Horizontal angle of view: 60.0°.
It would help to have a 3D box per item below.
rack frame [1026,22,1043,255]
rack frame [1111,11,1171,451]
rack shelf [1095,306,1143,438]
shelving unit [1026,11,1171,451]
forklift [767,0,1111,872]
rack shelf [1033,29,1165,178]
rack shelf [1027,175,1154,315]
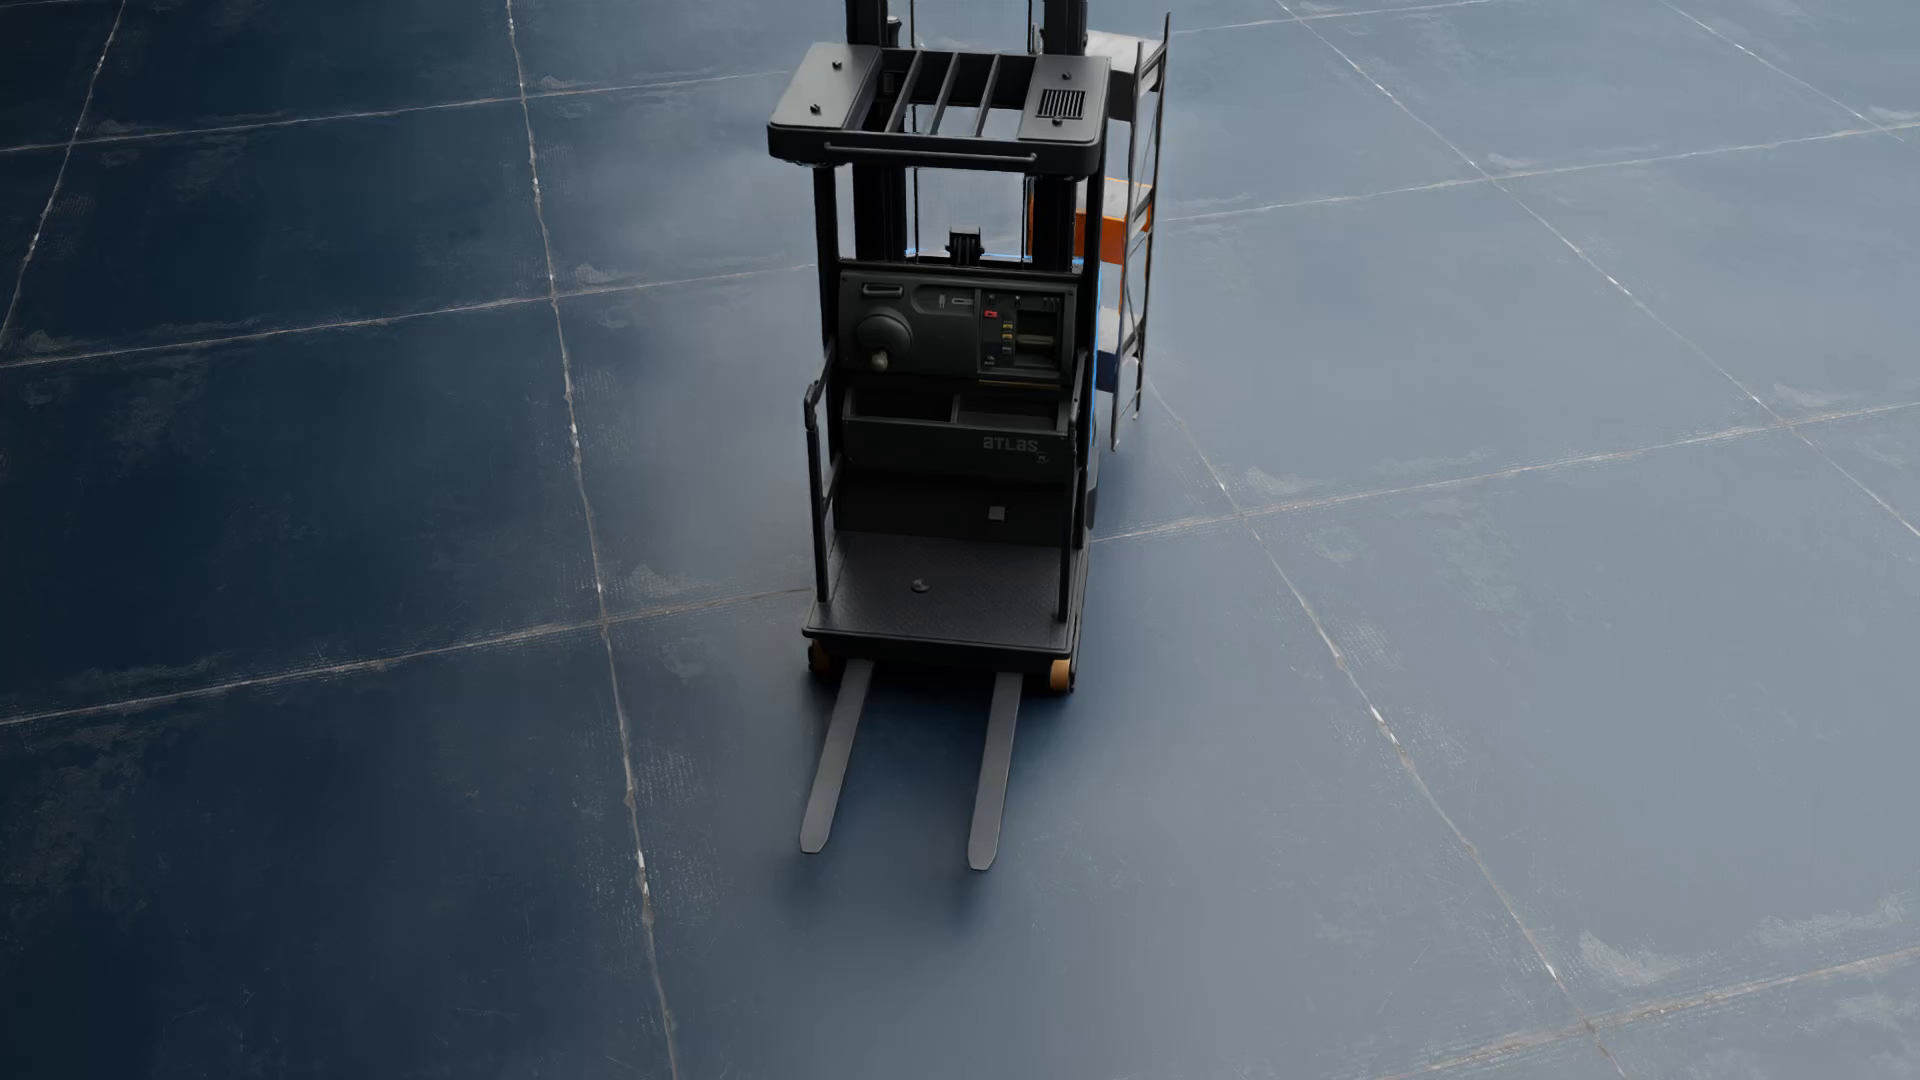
[{"bbox_3d":[0.402,-1.514,8.001,0.015,2.100,0.400,15,40,19],"label":"rack frame"},{"bbox_3d":[0.846,-1.391,7.840,0.015,2.100,0.400,15,40,19],"label":"rack frame"},{"bbox_3d":[0.625,-0.886,8.354,0.480,0.518,0.431,15,40,19],"label":"rack shelf"},{"bbox_3d":[0.624,-1.453,7.920,0.503,2.100,0.431,15,40,19],"label":"shelving unit"},{"bbox_3d":[-0.039,-0.760,6.331,1.130,2.935,3.031,5,38,6],"label":"forklift"},{"bbox_3d":[0.623,-1.998,7.503,0.480,0.518,0.431,15,40,19],"label":"rack shelf"},{"bbox_3d":[0.624,-1.442,7.929,0.480,0.518,0.431,15,40,19],"label":"rack shelf"}]
